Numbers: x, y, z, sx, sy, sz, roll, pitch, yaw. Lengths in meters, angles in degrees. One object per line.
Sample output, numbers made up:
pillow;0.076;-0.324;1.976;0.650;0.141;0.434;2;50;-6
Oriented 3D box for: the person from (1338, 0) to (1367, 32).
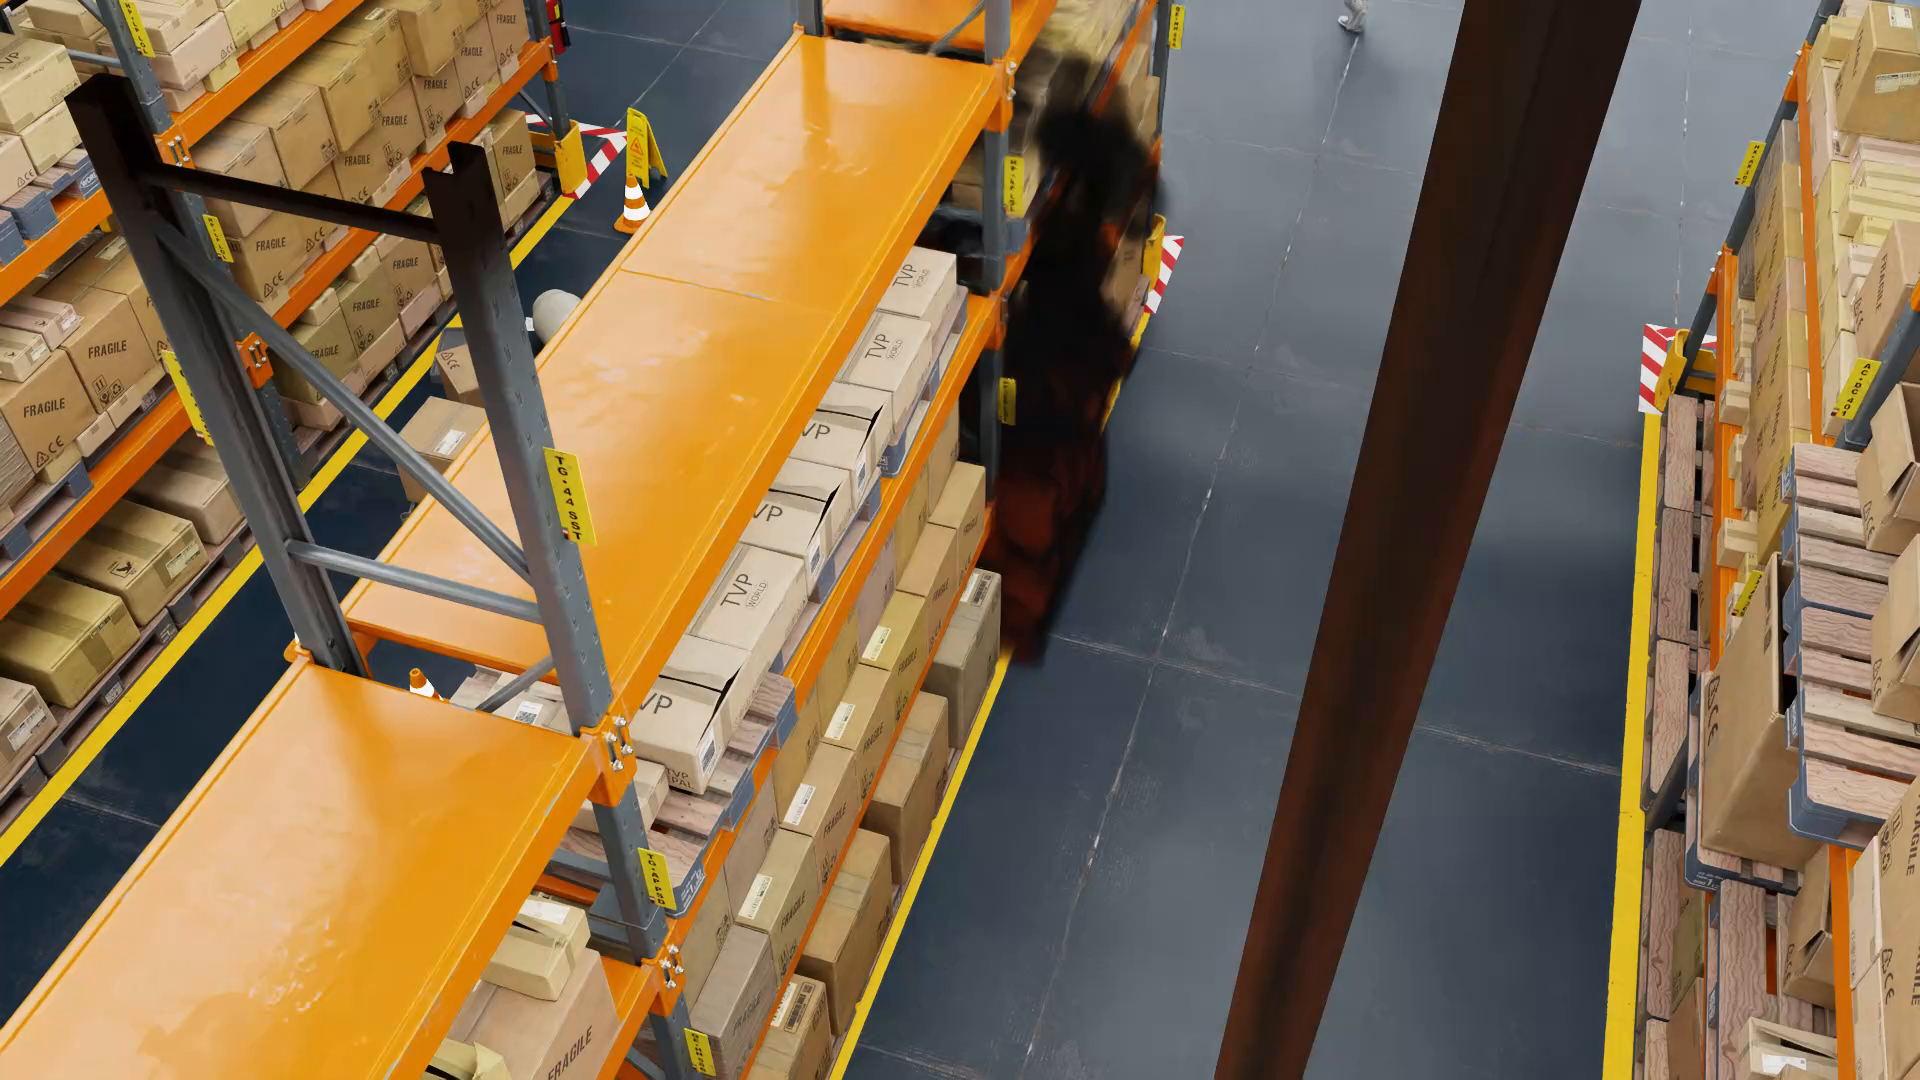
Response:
person;3.705;-5.516;15.363;0.570;1.654;0.568;-26;51;-23
